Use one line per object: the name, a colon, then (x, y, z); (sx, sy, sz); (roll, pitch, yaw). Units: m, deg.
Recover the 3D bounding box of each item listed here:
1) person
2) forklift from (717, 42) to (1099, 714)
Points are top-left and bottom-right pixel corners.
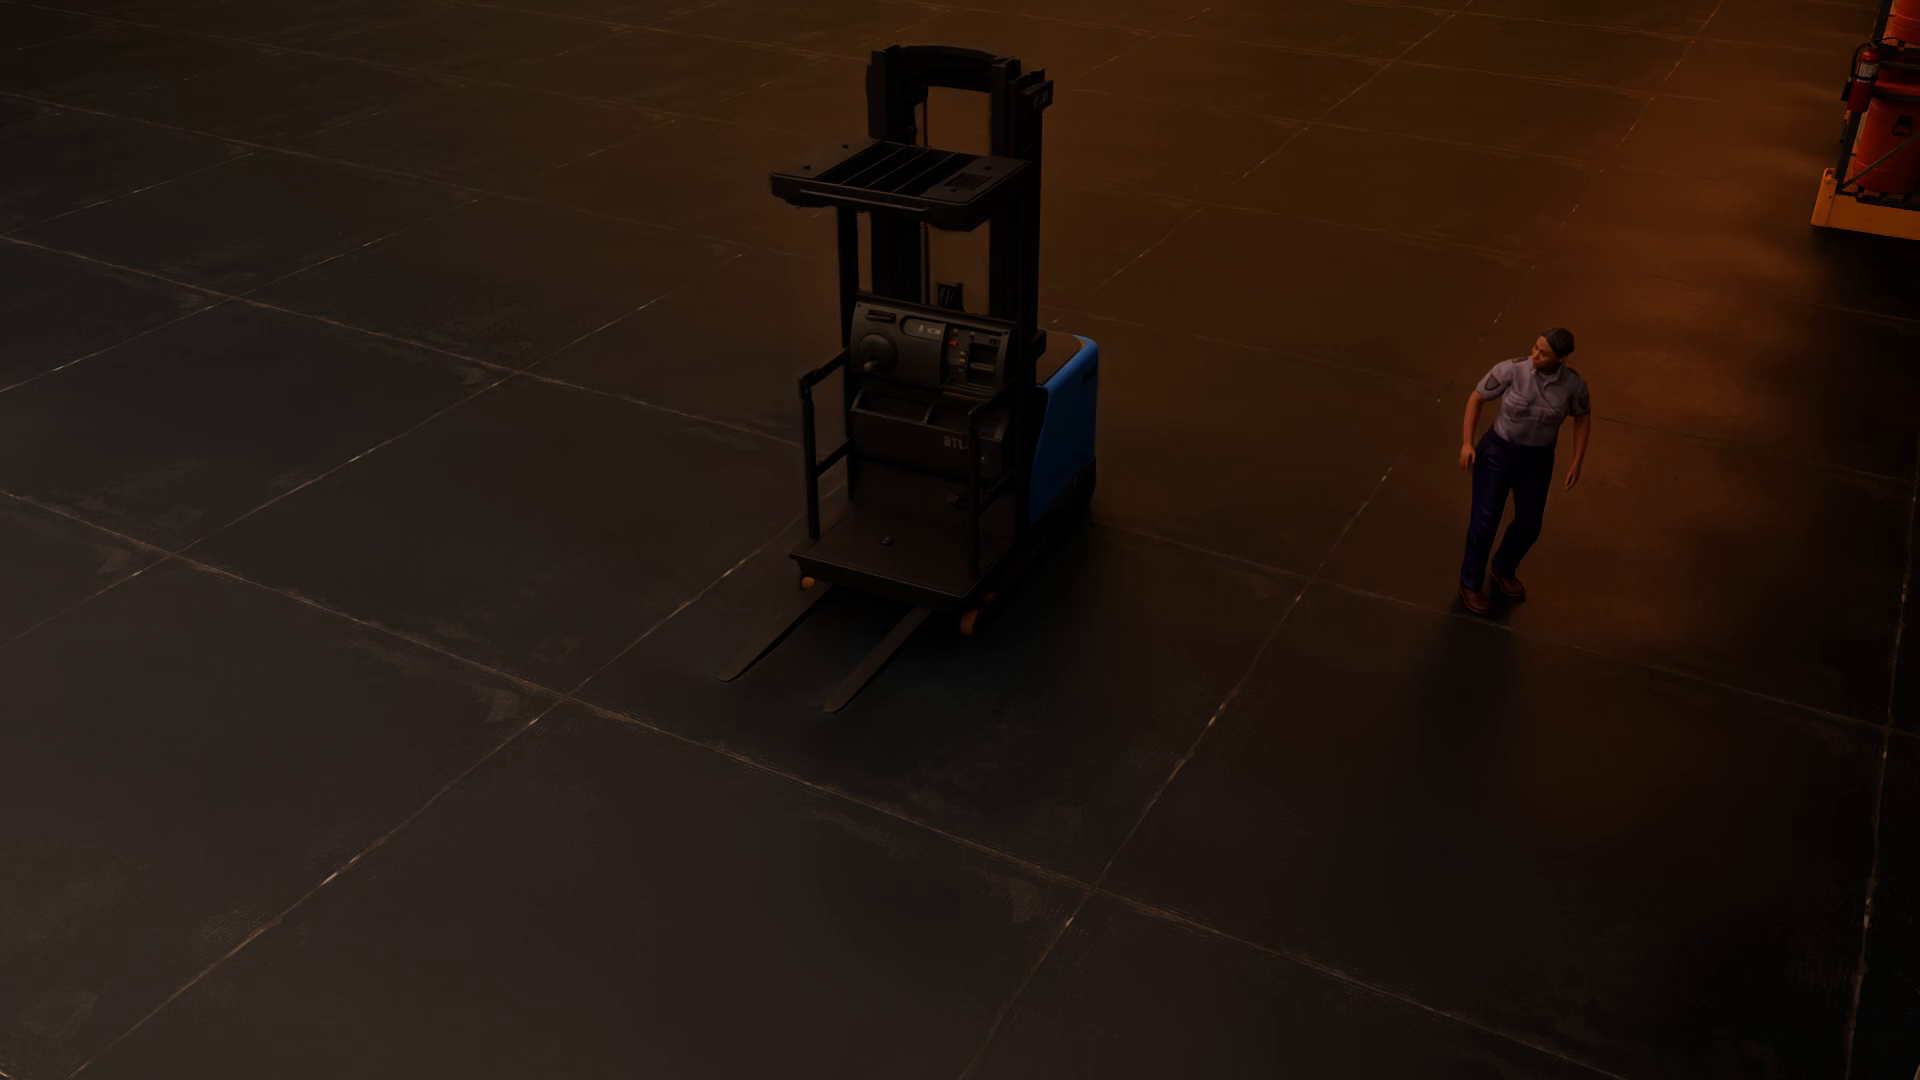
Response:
person: (3.074, -0.395, 9.058); (0.686, 1.634, 0.489); (0, 30, 1)
forklift: (-0.256, -0.986, 8.779); (1.130, 2.935, 3.031); (14, 33, 22)
